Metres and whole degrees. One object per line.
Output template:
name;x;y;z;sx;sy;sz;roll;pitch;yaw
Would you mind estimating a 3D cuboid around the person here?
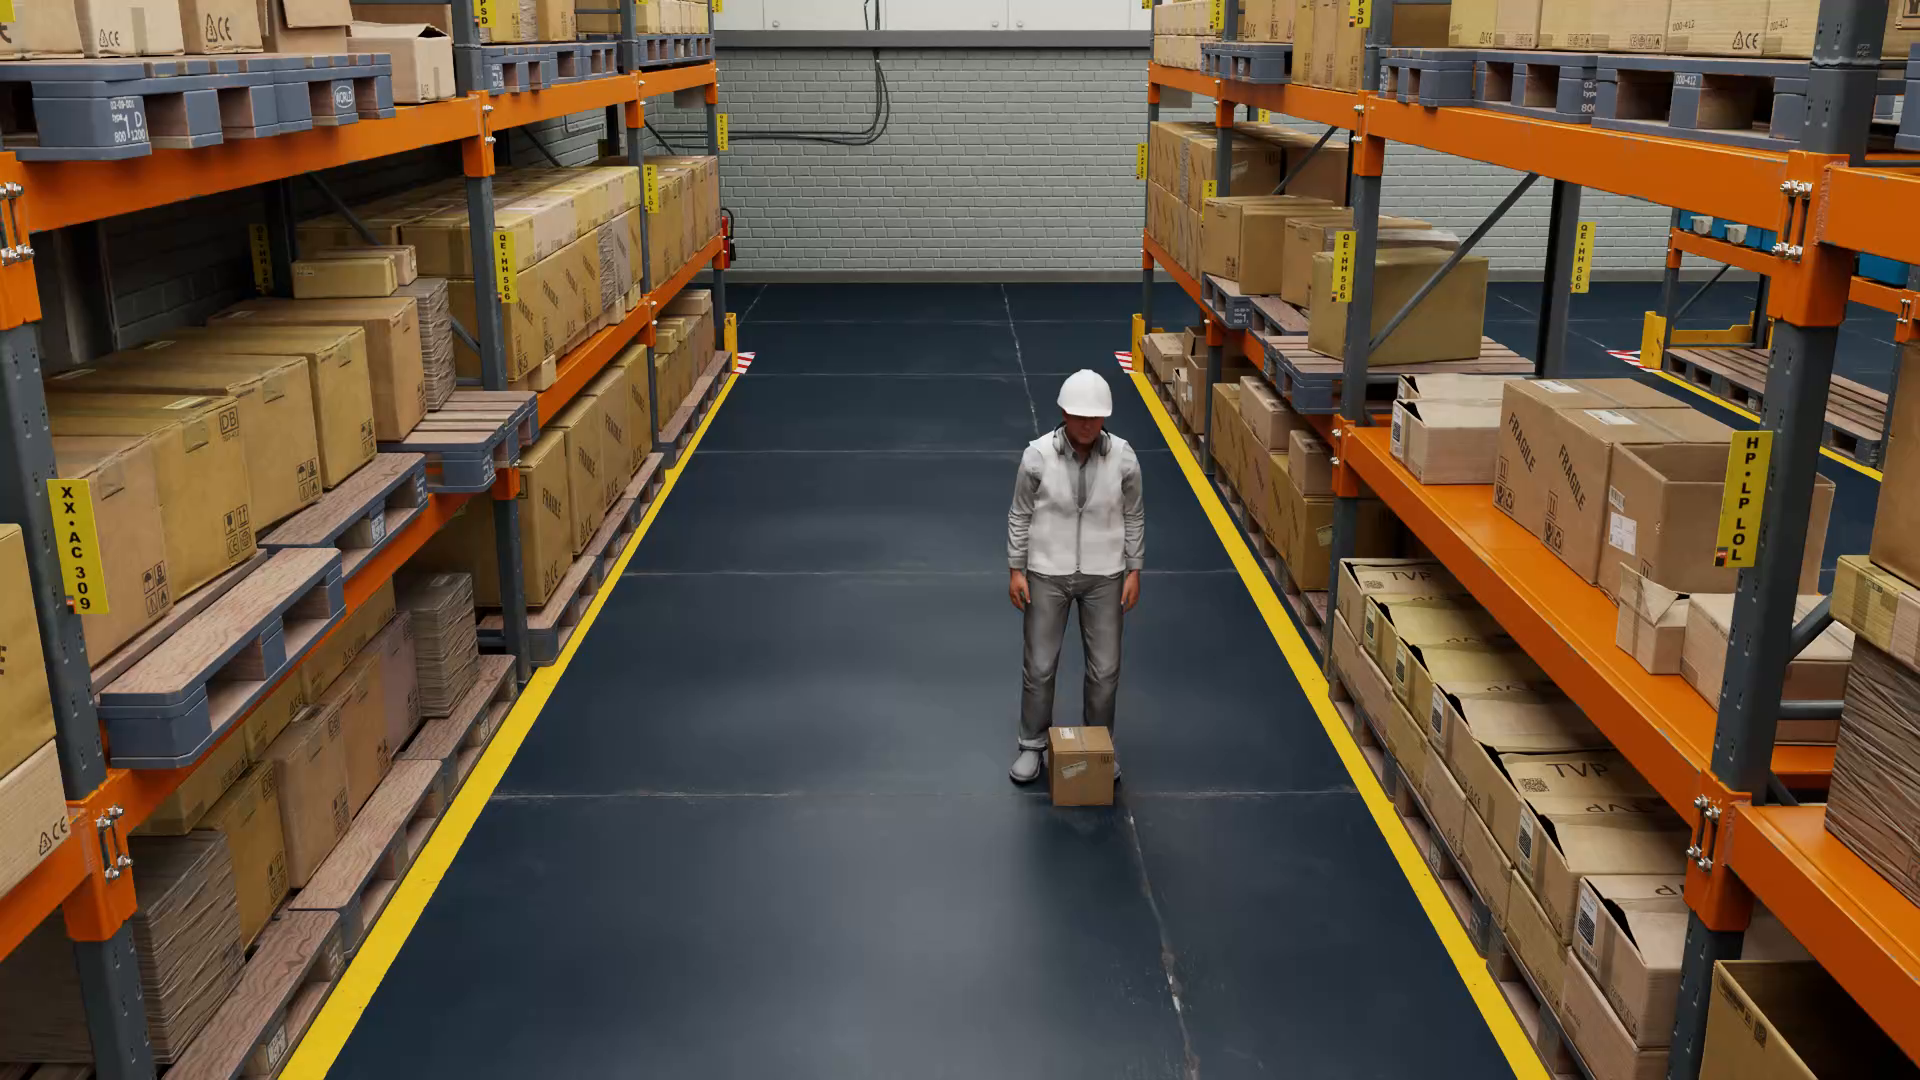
person;0.488;0.147;7.020;0.579;1.770;0.465;0;17;-1
